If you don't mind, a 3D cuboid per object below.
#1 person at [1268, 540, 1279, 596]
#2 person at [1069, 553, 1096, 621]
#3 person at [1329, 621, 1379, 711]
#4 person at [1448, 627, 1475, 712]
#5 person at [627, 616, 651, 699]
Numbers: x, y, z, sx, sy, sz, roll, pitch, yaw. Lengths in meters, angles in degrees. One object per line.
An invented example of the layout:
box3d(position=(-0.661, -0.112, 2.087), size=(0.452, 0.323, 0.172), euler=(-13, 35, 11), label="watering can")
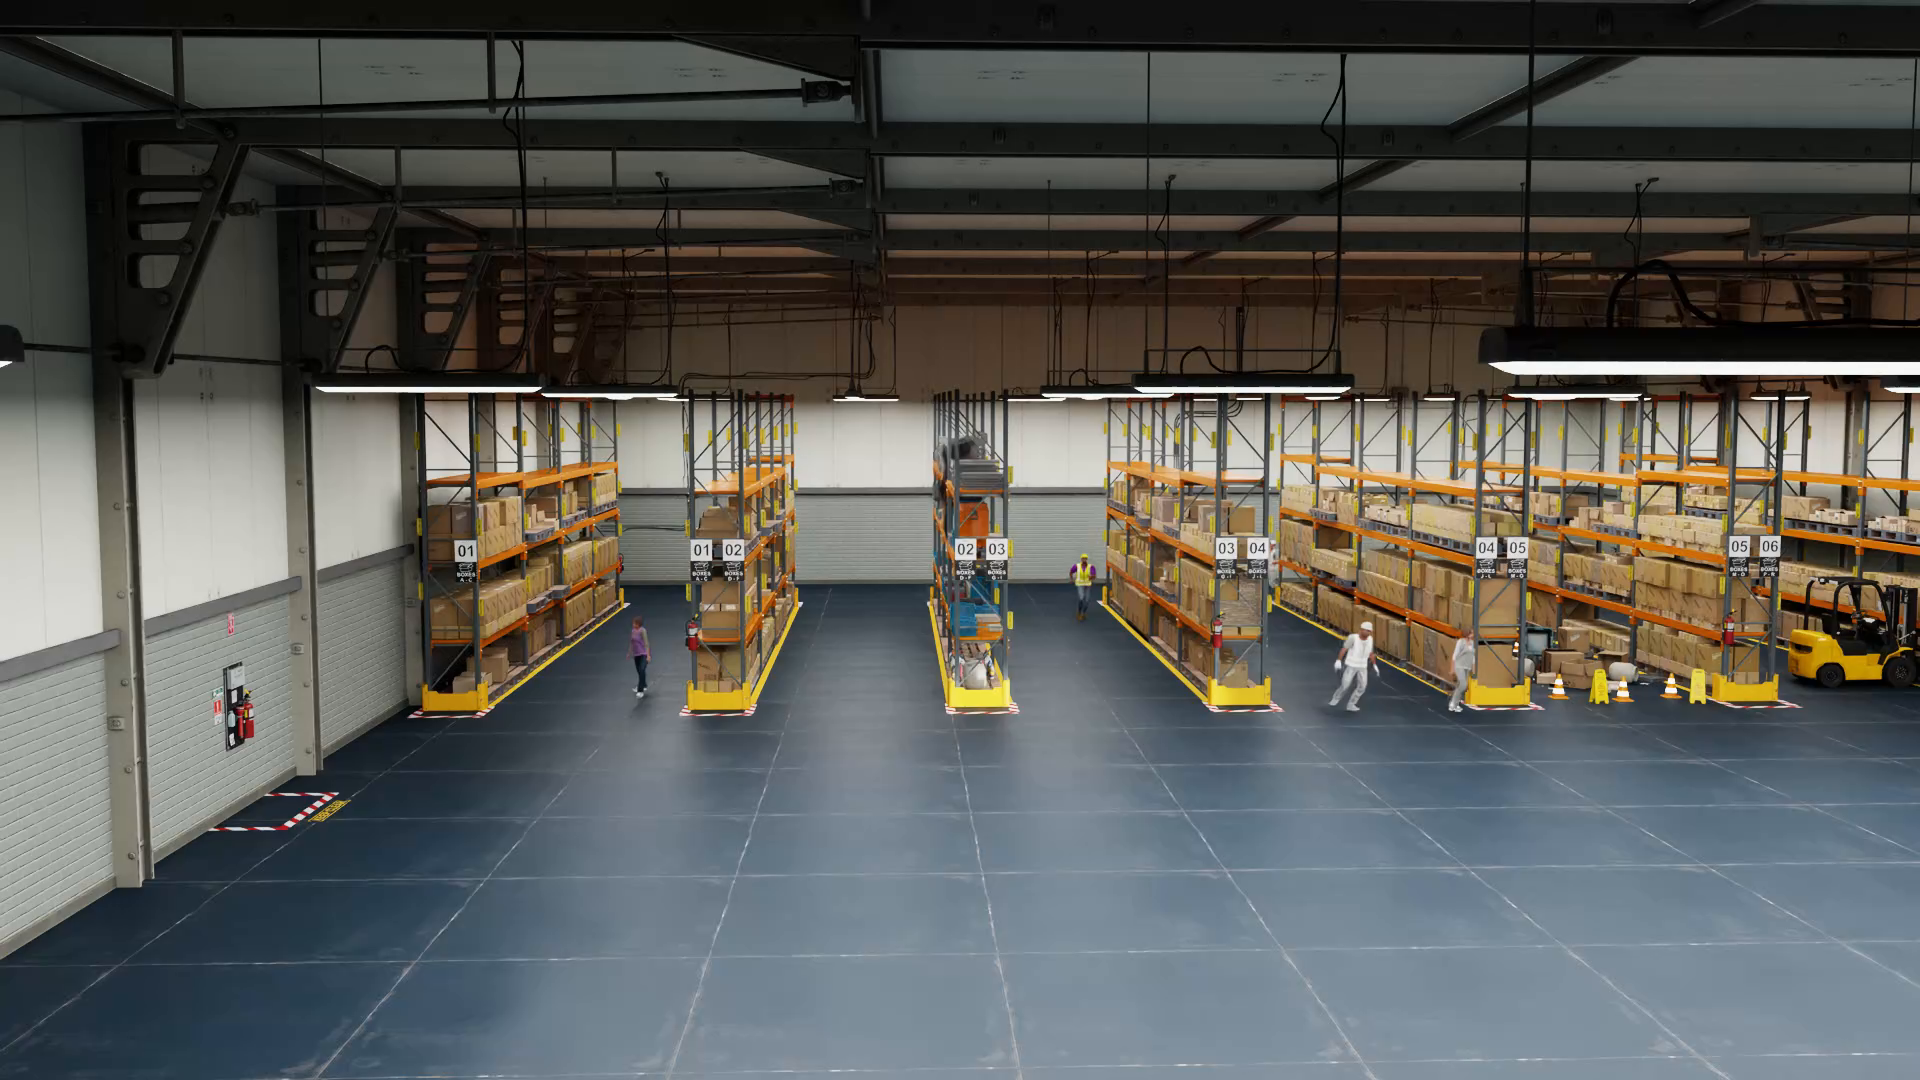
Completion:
box3d(position=(9.101, 0.879, 48.734), size=(0.914, 1.797, 0.712), euler=(-3, 6, -37), label="person")
box3d(position=(3.286, 1.246, 44.148), size=(0.673, 1.789, 0.726), euler=(-1, 5, -7), label="person")
box3d(position=(7.346, 2.339, 30.960), size=(0.835, 1.697, 0.690), euler=(-2, 5, -18), label="person")
box3d(position=(9.310, 2.402, 30.918), size=(0.519, 1.597, 0.438), euler=(-3, 6, -33), label="person")
box3d(position=(-6.293, 2.337, 32.717), size=(0.649, 1.478, 0.675), euler=(3, 6, 33), label="person")
